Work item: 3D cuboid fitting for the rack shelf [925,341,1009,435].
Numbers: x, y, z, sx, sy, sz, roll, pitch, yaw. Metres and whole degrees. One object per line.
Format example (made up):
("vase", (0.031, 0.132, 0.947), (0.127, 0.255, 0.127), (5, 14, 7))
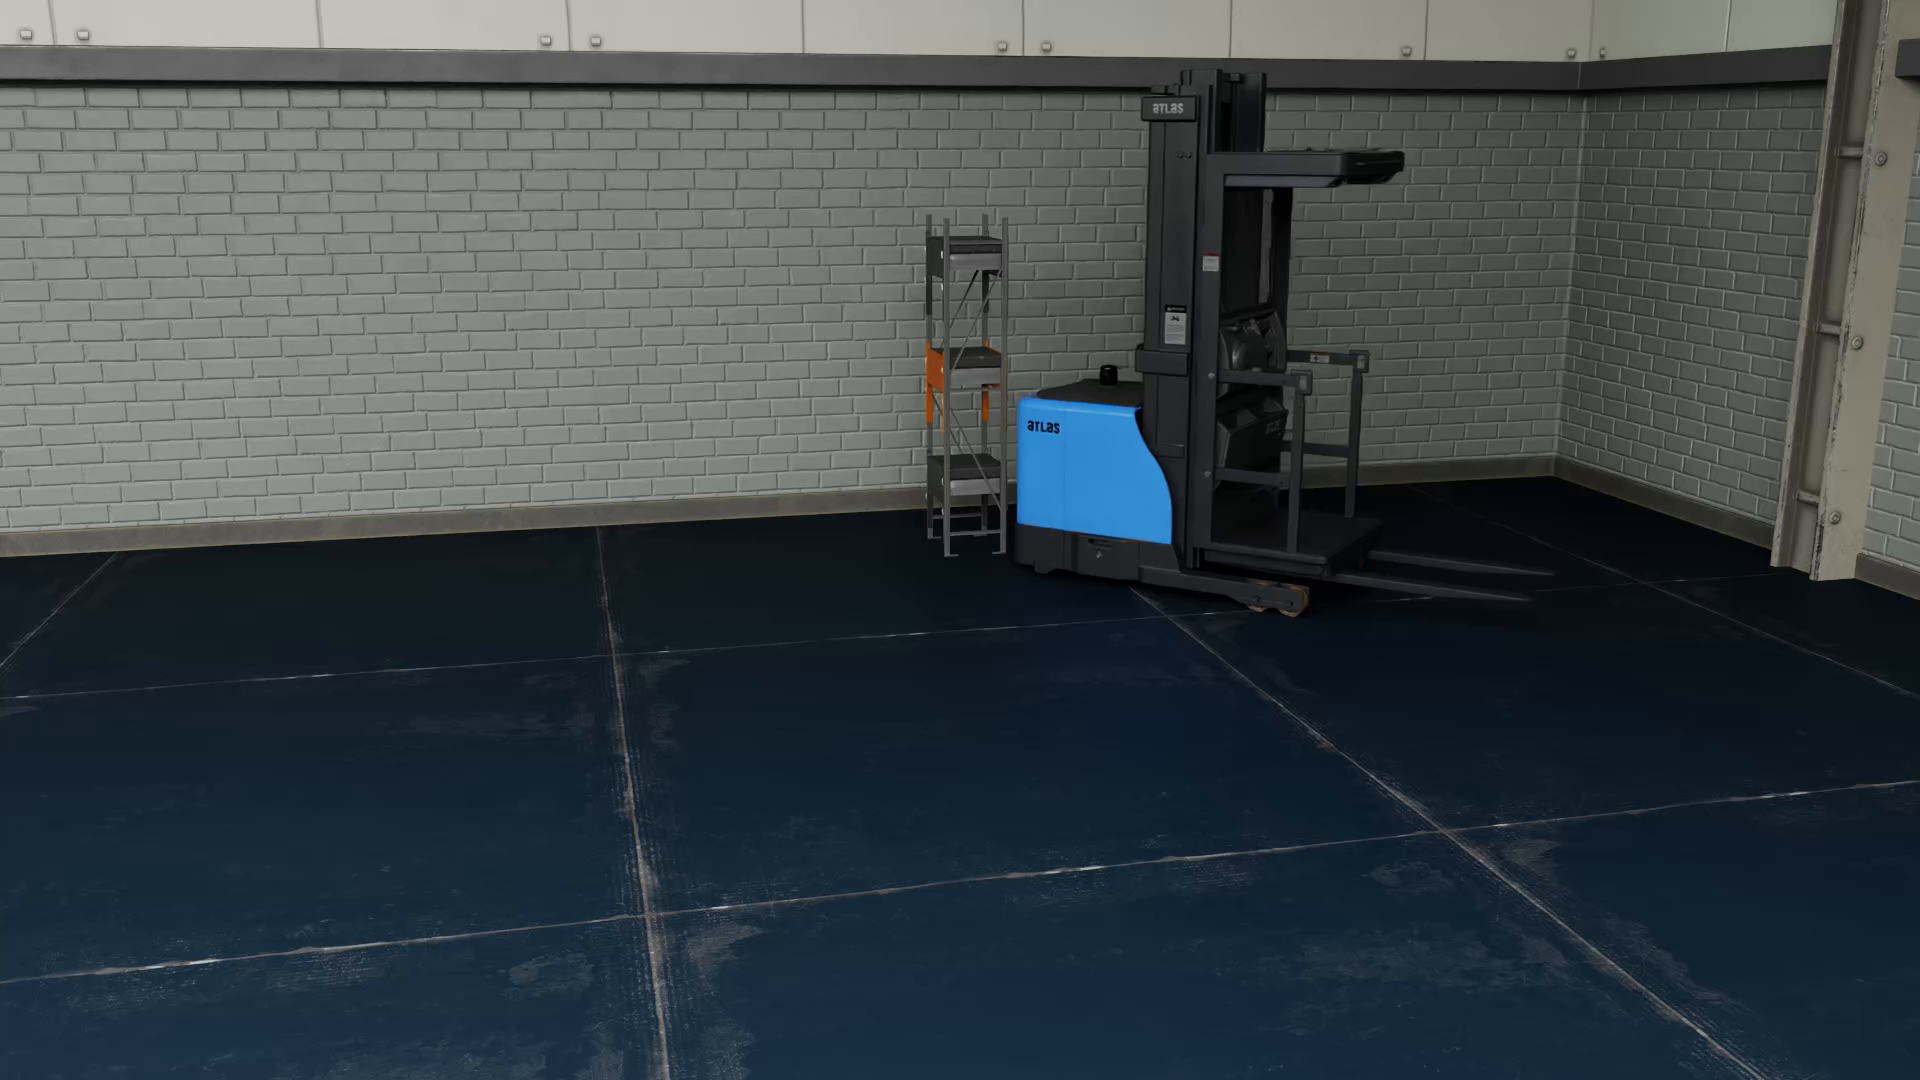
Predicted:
("rack shelf", (0.039, -0.969, 10.525), (0.431, 0.518, 0.480), (-3, 14, -13))

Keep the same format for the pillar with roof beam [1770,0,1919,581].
("pillar with roof beam", (1.025, -3.942, 8.101), (9.100, 9.000, 0.400), (-3, 14, -13))

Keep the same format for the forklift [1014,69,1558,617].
("forklift", (1.857, -1.144, 9.435), (3.031, 2.935, 1.130), (8, 16, 30))

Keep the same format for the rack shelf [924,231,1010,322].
("rack shelf", (0.039, -1.649, 10.359), (0.431, 0.518, 0.480), (-3, 14, -13))

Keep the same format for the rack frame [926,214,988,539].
("rack frame", (-0.018, -1.038, 10.752), (0.400, 2.100, 0.015), (-3, 14, -13))

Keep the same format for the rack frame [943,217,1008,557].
("rack frame", (0.096, -0.926, 10.291), (0.400, 2.100, 0.015), (-3, 14, -13))

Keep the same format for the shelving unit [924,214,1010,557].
("shelving unit", (0.039, -0.982, 10.522), (0.431, 2.100, 0.503), (-3, 14, -13))

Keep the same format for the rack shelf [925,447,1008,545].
("rack shelf", (0.039, -0.289, 10.691), (0.431, 0.518, 0.480), (-3, 14, -13))
